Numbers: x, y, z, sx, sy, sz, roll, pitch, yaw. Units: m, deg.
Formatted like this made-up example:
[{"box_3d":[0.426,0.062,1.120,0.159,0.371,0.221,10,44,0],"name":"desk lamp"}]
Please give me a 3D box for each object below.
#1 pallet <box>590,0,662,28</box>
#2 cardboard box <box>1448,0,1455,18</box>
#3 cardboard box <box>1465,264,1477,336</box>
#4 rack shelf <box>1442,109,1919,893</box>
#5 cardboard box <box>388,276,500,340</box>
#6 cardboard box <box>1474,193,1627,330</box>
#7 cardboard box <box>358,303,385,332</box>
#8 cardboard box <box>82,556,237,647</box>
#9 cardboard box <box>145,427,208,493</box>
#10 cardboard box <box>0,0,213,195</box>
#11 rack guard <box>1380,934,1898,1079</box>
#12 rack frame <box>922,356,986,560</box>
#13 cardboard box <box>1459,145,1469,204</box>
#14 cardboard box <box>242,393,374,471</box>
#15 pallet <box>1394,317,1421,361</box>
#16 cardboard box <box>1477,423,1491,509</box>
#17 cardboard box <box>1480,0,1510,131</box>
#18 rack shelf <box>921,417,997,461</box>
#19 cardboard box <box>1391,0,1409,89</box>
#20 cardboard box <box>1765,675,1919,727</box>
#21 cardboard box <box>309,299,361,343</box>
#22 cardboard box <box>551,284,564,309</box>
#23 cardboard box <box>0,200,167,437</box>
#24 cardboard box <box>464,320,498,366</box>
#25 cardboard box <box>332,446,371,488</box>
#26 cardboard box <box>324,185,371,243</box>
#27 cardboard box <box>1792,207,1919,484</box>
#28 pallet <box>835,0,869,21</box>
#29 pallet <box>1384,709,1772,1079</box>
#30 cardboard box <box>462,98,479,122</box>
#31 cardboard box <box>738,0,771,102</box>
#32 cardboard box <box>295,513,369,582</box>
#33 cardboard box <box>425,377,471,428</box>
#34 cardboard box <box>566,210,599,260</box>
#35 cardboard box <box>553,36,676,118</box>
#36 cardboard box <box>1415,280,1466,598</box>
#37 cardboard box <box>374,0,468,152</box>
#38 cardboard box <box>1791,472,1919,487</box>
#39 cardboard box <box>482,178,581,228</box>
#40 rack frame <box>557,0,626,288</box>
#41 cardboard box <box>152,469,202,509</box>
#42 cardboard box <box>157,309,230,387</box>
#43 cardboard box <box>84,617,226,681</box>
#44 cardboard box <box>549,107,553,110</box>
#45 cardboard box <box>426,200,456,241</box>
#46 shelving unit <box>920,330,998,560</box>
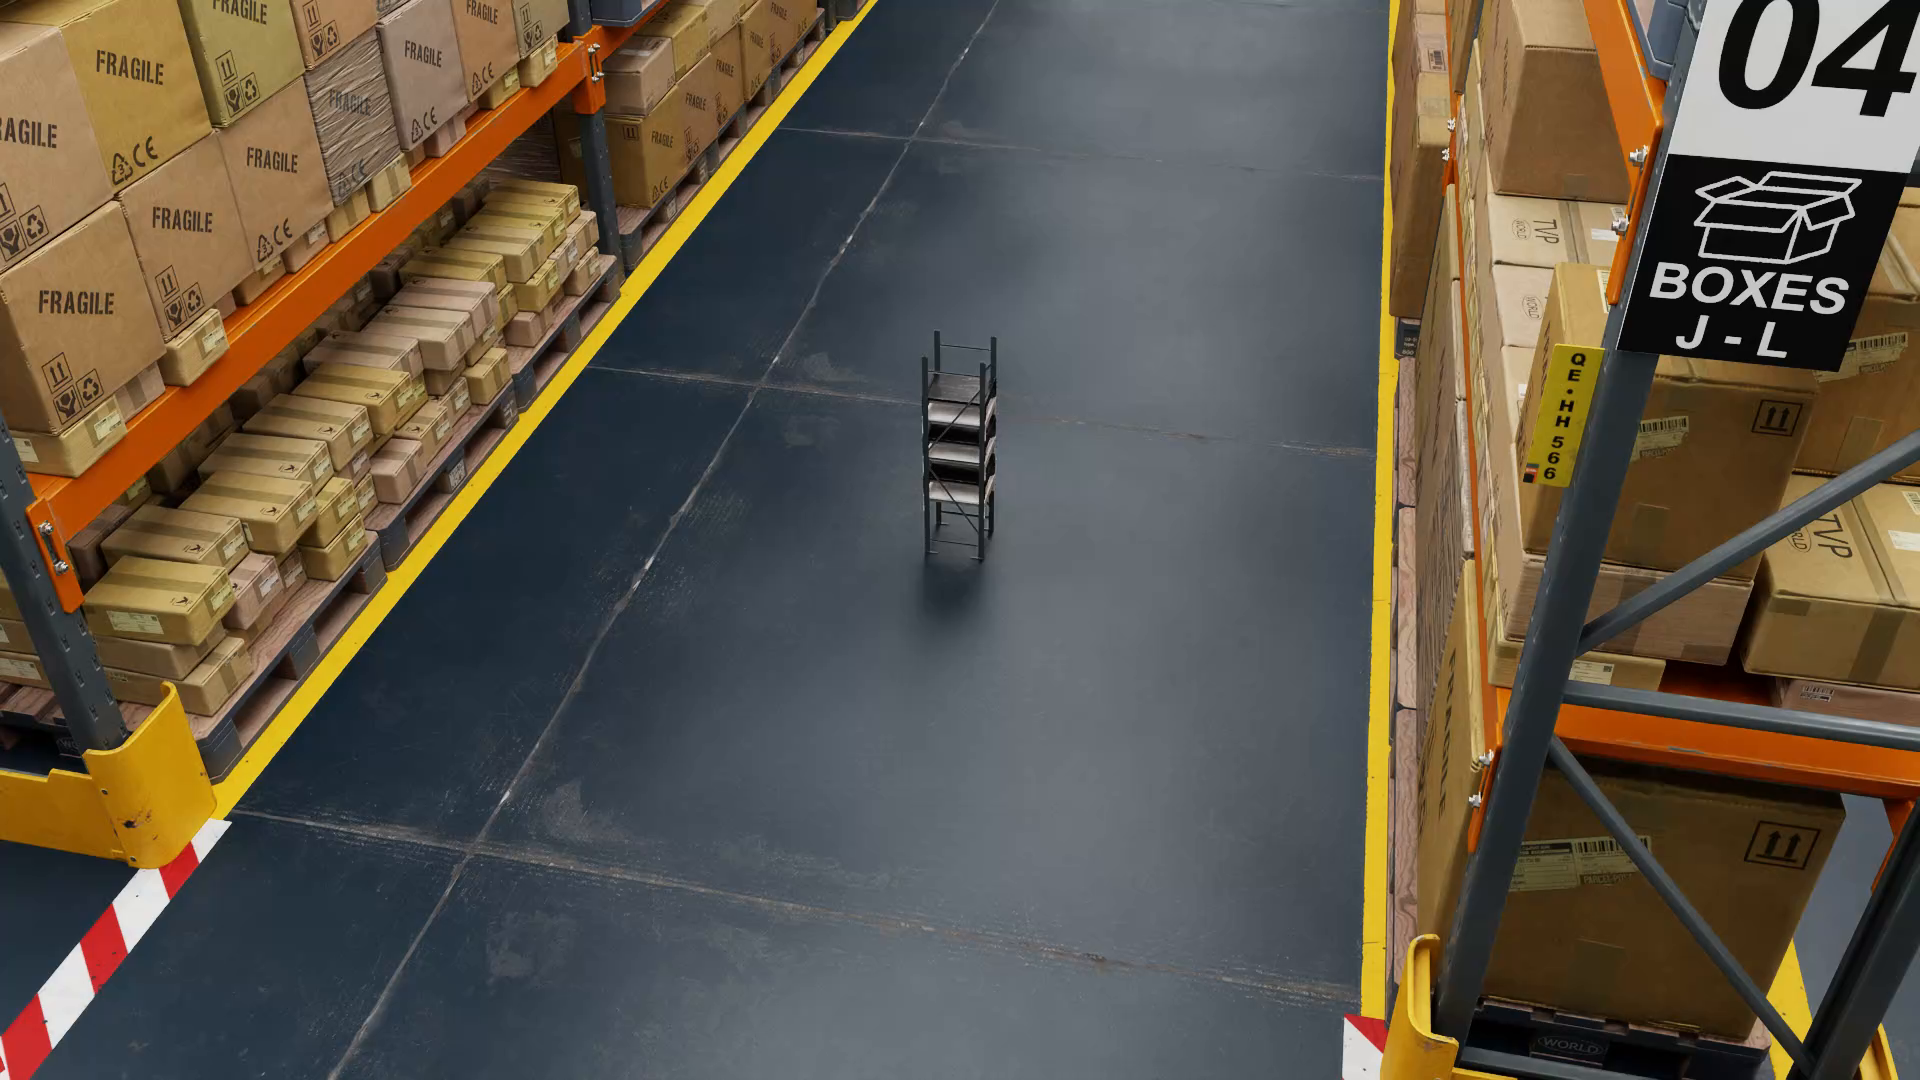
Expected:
[{"box_3d":[-1.922,-2.920,8.387,1.003,0.211,1.213,7,37,10],"name":"pallet"},{"box_3d":[2.647,-2.825,8.006,0.500,0.500,0.500,7,37,9],"name":"cardboard box"},{"box_3d":[1.877,-0.775,5.477,0.380,0.149,0.250,6,36,9],"name":"cardboard box"},{"box_3d":[2.169,-0.461,5.442,1.077,0.370,4.000,7,37,10],"name":"rack shelf"},{"box_3d":[-2.211,-0.997,7.134,0.380,0.149,0.250,6,36,8],"name":"cardboard box"},{"box_3d":[1.911,-0.858,5.252,0.500,0.250,0.500,7,37,10],"name":"cardboard box"},{"box_3d":[-2.743,-0.937,7.305,0.380,0.149,0.250,9,37,12],"name":"cardboard box"},{"box_3d":[-2.638,0.201,5.482,0.380,0.149,0.250,6,36,8],"name":"cardboard box"},{"box_3d":[-3.058,-0.319,6.198,0.380,0.149,0.250,6,36,8],"name":"cardboard box"},{"box_3d":[-2.625,-1.365,4.886,0.500,0.500,0.500,8,37,11],"name":"cardboard box"},{"box_3d":[1.737,1.421,4.364,1.175,0.500,0.348,7,37,10],"name":"rack guard"},{"box_3d":[-0.023,-0.301,6.399,0.240,0.900,0.006,7,37,10],"name":"rack frame"},{"box_3d":[2.096,-1.367,6.294,0.380,0.149,0.250,8,37,11],"name":"cardboard box"},{"box_3d":[-2.477,-0.411,6.326,0.380,0.149,0.250,9,37,12],"name":"cardboard box"},{"box_3d":[2.687,-1.221,8.255,1.003,0.211,1.213,7,37,10],"name":"pallet"},{"box_3d":[1.659,-0.186,4.664,0.380,0.149,0.250,8,37,11],"name":"cardboard box"},{"box_3d":[2.131,-1.738,5.827,0.500,0.500,0.500,7,37,10],"name":"cardboard box"},{"box_3d":[-0.002,-0.406,6.446,0.258,0.077,0.200,7,37,10],"name":"rack shelf"},{"box_3d":[3.283,-3.108,9.935,1.225,0.875,0.875,6,36,8],"name":"cardboard box"},{"box_3d":[2.140,0.334,3.947,0.380,0.149,0.250,8,37,10],"name":"cardboard box"},{"box_3d":[-2.771,-0.907,7.010,0.380,0.149,0.250,6,36,8],"name":"cardboard box"},{"box_3d":[-2.116,-1.188,7.904,0.380,0.149,0.250,8,37,11],"name":"cardboard box"},{"box_3d":[-2.716,-0.669,4.778,0.500,0.500,0.500,9,37,12],"name":"cardboard box"},{"box_3d":[-2.255,-0.901,7.255,0.380,0.149,0.250,8,37,11],"name":"cardboard box"},{"box_3d":[-2.515,-0.288,6.409,0.380,0.149,0.250,6,36,8],"name":"cardboard box"},{"box_3d":[-2.409,-1.229,6.103,0.380,0.149,0.250,9,37,12],"name":"cardboard box"},{"box_3d":[2.215,-0.497,4.114,0.500,0.500,0.500,6,36,9],"name":"cardboard box"},{"box_3d":[-1.131,-4.185,12.344,1.003,0.211,1.213,7,37,10],"name":"pallet"},{"box_3d":[1.836,1.056,5.114,1.003,0.211,1.213,7,37,10],"name":"pallet"},{"box_3d":[-2.246,-1.837,6.943,0.380,0.149,0.250,6,36,9],"name":"cardboard box"},{"box_3d":[-1.470,-3.017,10.129,0.500,0.500,0.500,6,36,8],"name":"cardboard box"},{"box_3d":[-2.473,0.003,6.262,0.380,0.149,0.250,8,37,11],"name":"cardboard box"},{"box_3d":[-2.321,-0.592,7.082,0.380,0.149,0.250,8,37,11],"name":"cardboard box"},{"box_3d":[-1.984,-1.494,8.073,0.380,0.149,0.250,8,37,11],"name":"cardboard box"},{"box_3d":[-1.812,-2.430,8.680,0.500,0.250,0.500,6,36,8],"name":"cardboard box"},{"box_3d":[2.185,-0.324,6.094,0.875,0.875,0.875,7,37,10],"name":"cardboard box"},{"box_3d":[-2.275,-1.844,6.399,0.500,0.500,0.500,7,37,10],"name":"cardboard box"},{"box_3d":[2.213,-0.205,4.351,0.500,0.250,0.500,7,37,9],"name":"cardboard box"},{"box_3d":[-2.049,-1.598,7.963,0.380,0.149,0.250,8,37,11],"name":"cardboard box"},{"box_3d":[-2.228,-2.578,7.751,1.000,3.000,0.127,7,37,10],"name":"rack frame"},{"box_3d":[-2.981,-0.199,6.286,0.380,0.149,0.250,7,37,9],"name":"cardboard box"},{"box_3d":[-2.569,-0.626,5.272,0.380,0.149,0.250,6,36,9],"name":"cardboard box"},{"box_3d":[-2.719,0.311,5.583,0.380,0.149,0.250,9,37,12],"name":"cardboard box"},{"box_3d":[-2.316,-2.498,8.774,0.500,0.250,0.500,6,36,9],"name":"cardboard box"},{"box_3d":[-2.620,-1.513,7.846,0.380,0.149,0.250,9,37,12],"name":"cardboard box"},{"box_3d":[-0.002,-0.360,6.479,0.258,0.900,0.210,7,37,10],"name":"shelving unit"}]
